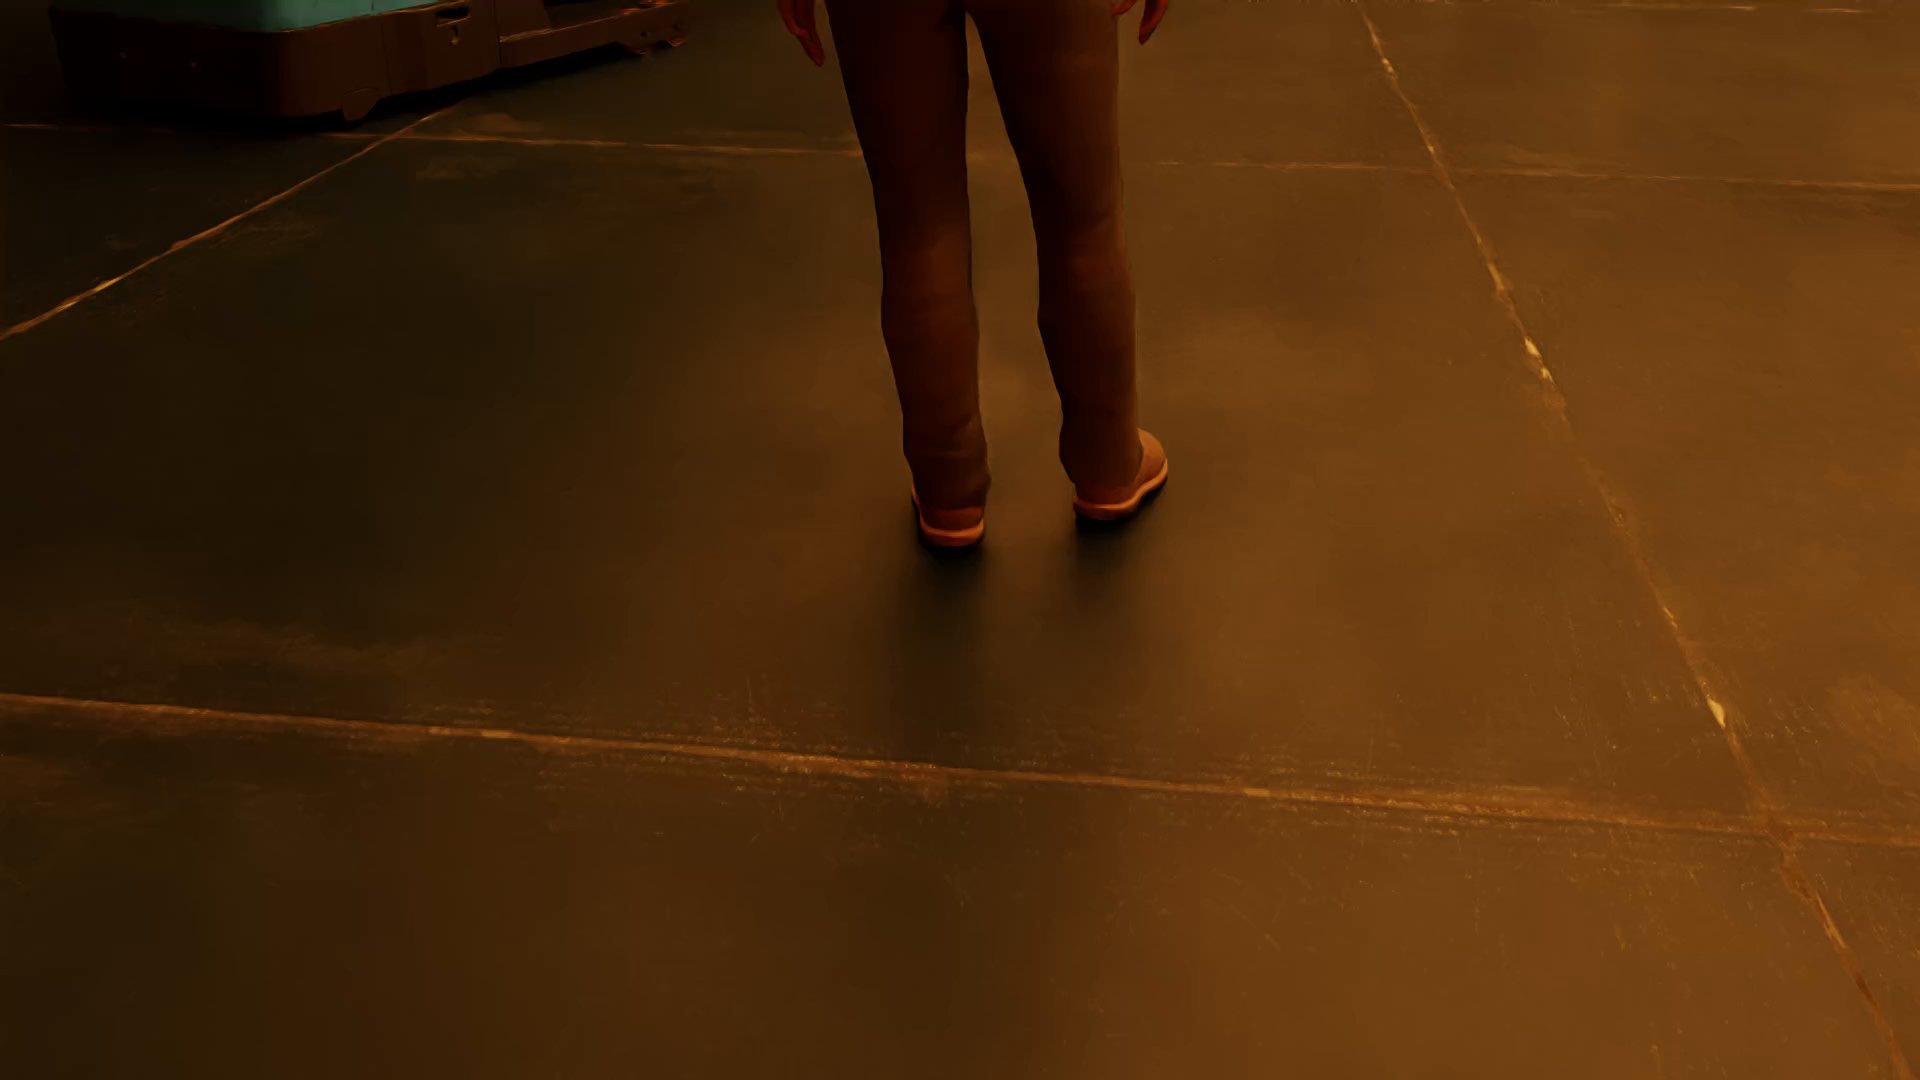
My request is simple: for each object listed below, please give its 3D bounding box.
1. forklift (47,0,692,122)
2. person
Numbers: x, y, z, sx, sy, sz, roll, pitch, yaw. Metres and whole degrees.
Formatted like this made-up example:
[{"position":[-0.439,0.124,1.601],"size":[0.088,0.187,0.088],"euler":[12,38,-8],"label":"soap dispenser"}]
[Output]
[{"position":[-1.657,-3.147,5.525],"size":[1.130,2.935,3.031],"euler":[13,29,24],"label":"forklift"},{"position":[0.031,-0.784,2.203],"size":[0.570,1.654,0.503],"euler":[3,27,7],"label":"person"}]
